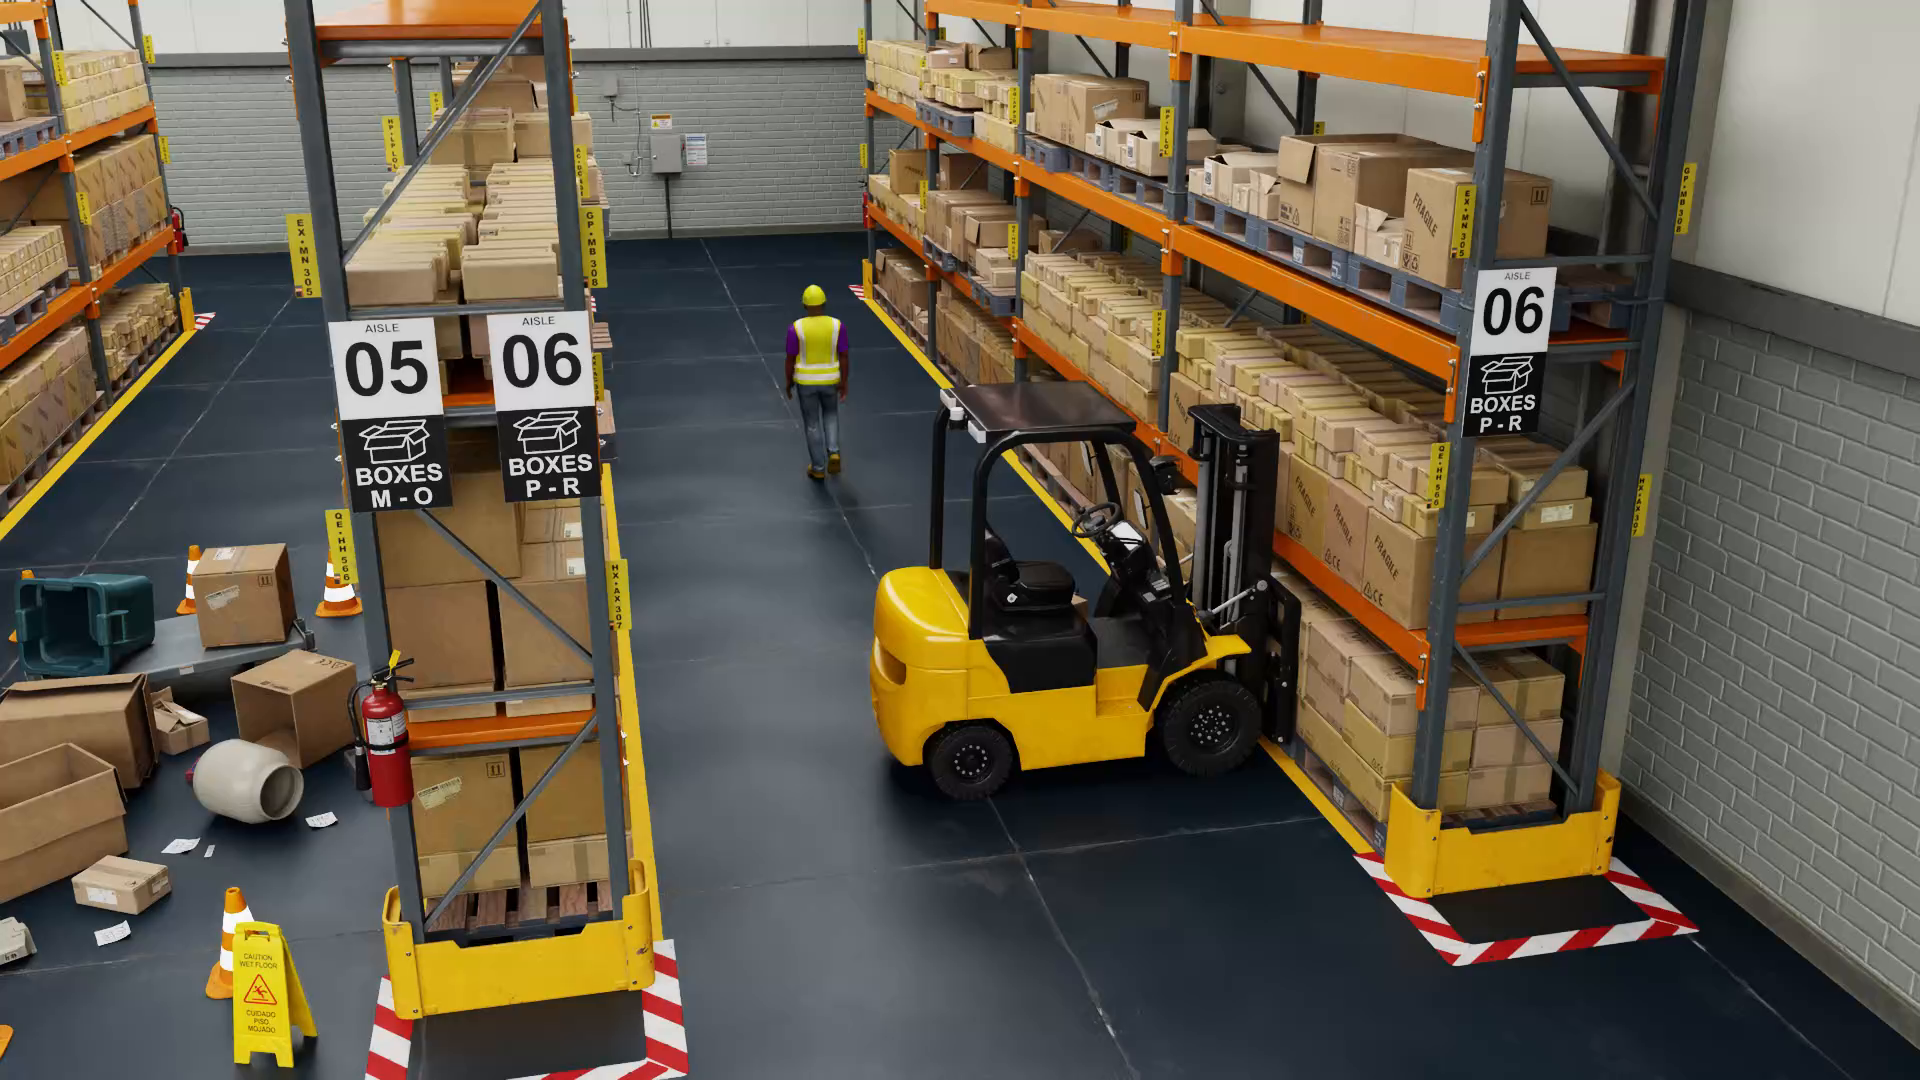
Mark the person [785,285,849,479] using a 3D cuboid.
[{"bbox_3d":[-1.305,-1.434,15.045,0.565,1.784,0.456,-6,20,-16],"label":"person"}]
